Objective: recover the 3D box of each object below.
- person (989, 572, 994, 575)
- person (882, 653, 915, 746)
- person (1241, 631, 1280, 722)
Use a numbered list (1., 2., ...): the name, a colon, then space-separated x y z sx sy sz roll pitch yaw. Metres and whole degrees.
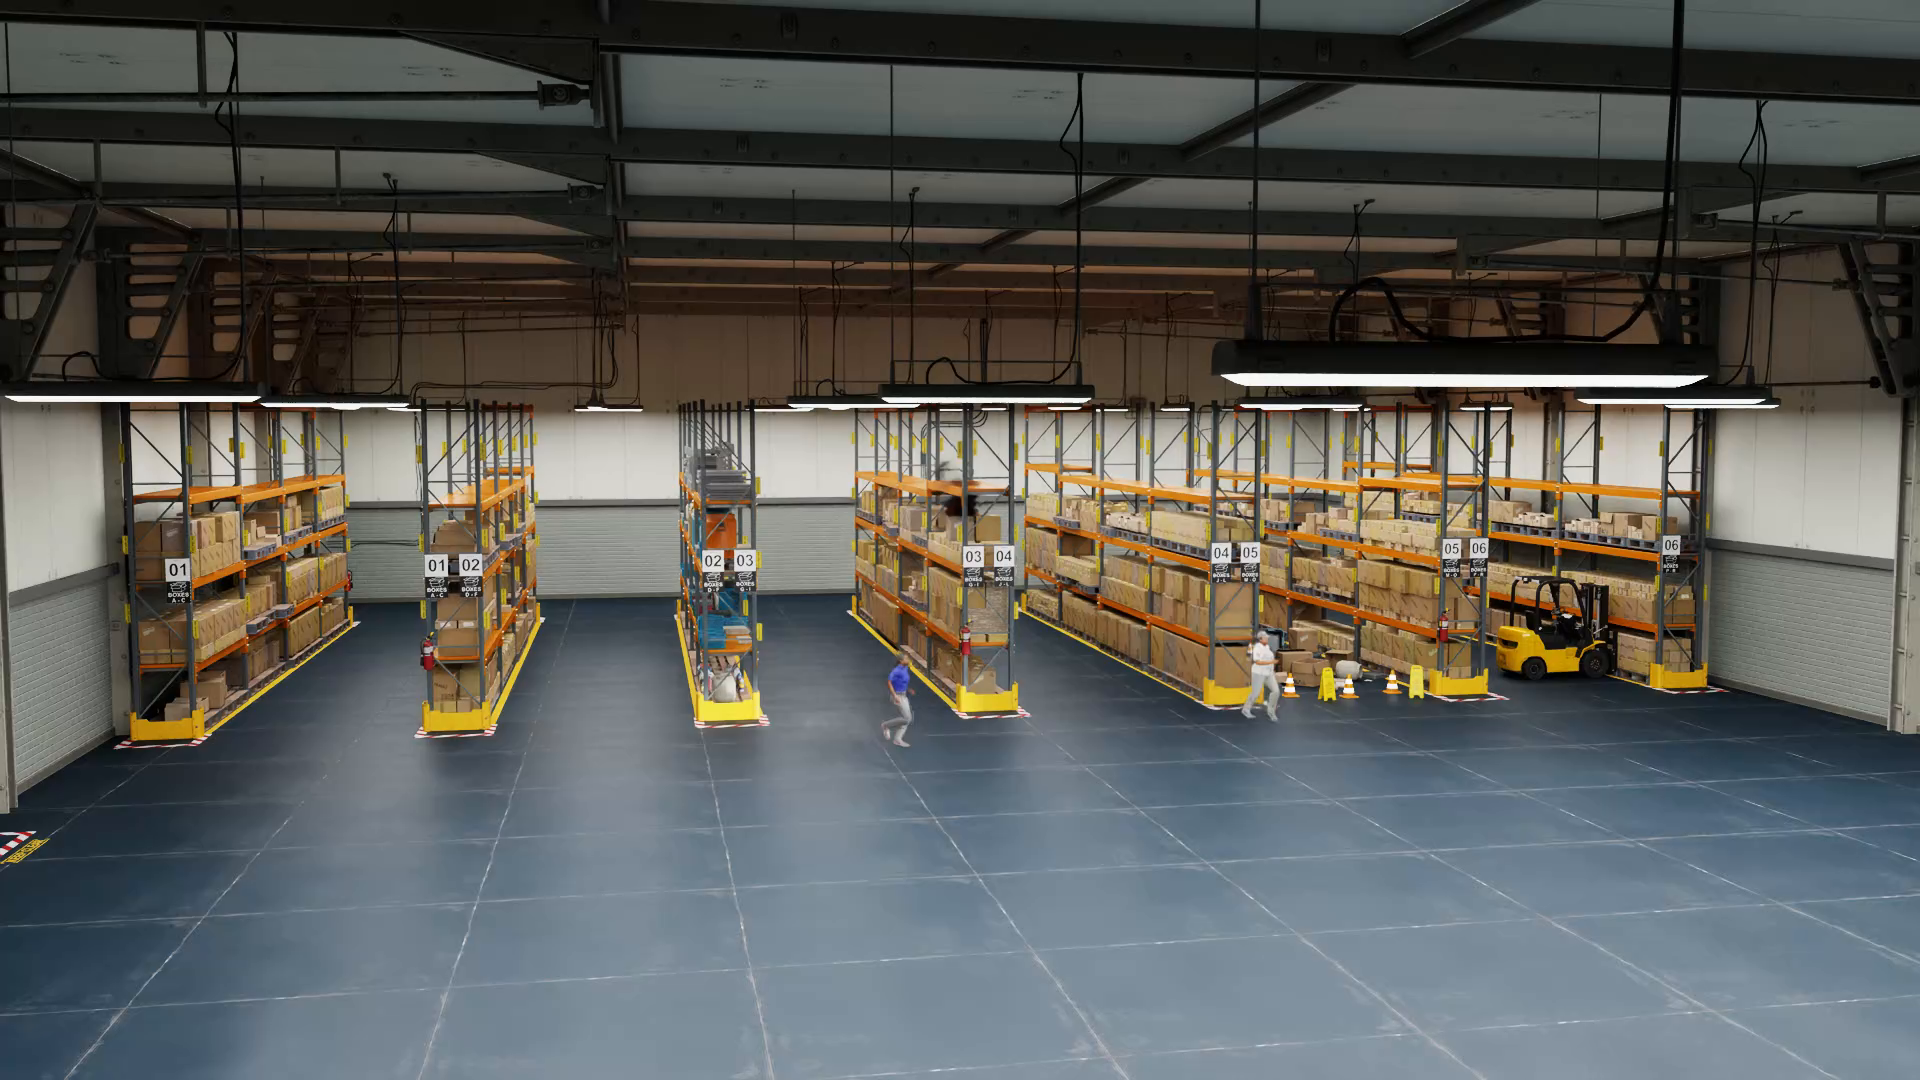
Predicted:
1. person: 0.811 1.351 47.216 0.658 1.653 0.744 0 4 4
2. person: -1.059 2.763 28.797 0.547 1.600 0.576 1 4 13
3. person: 5.654 2.558 31.082 0.588 1.725 0.742 -4 6 -44
